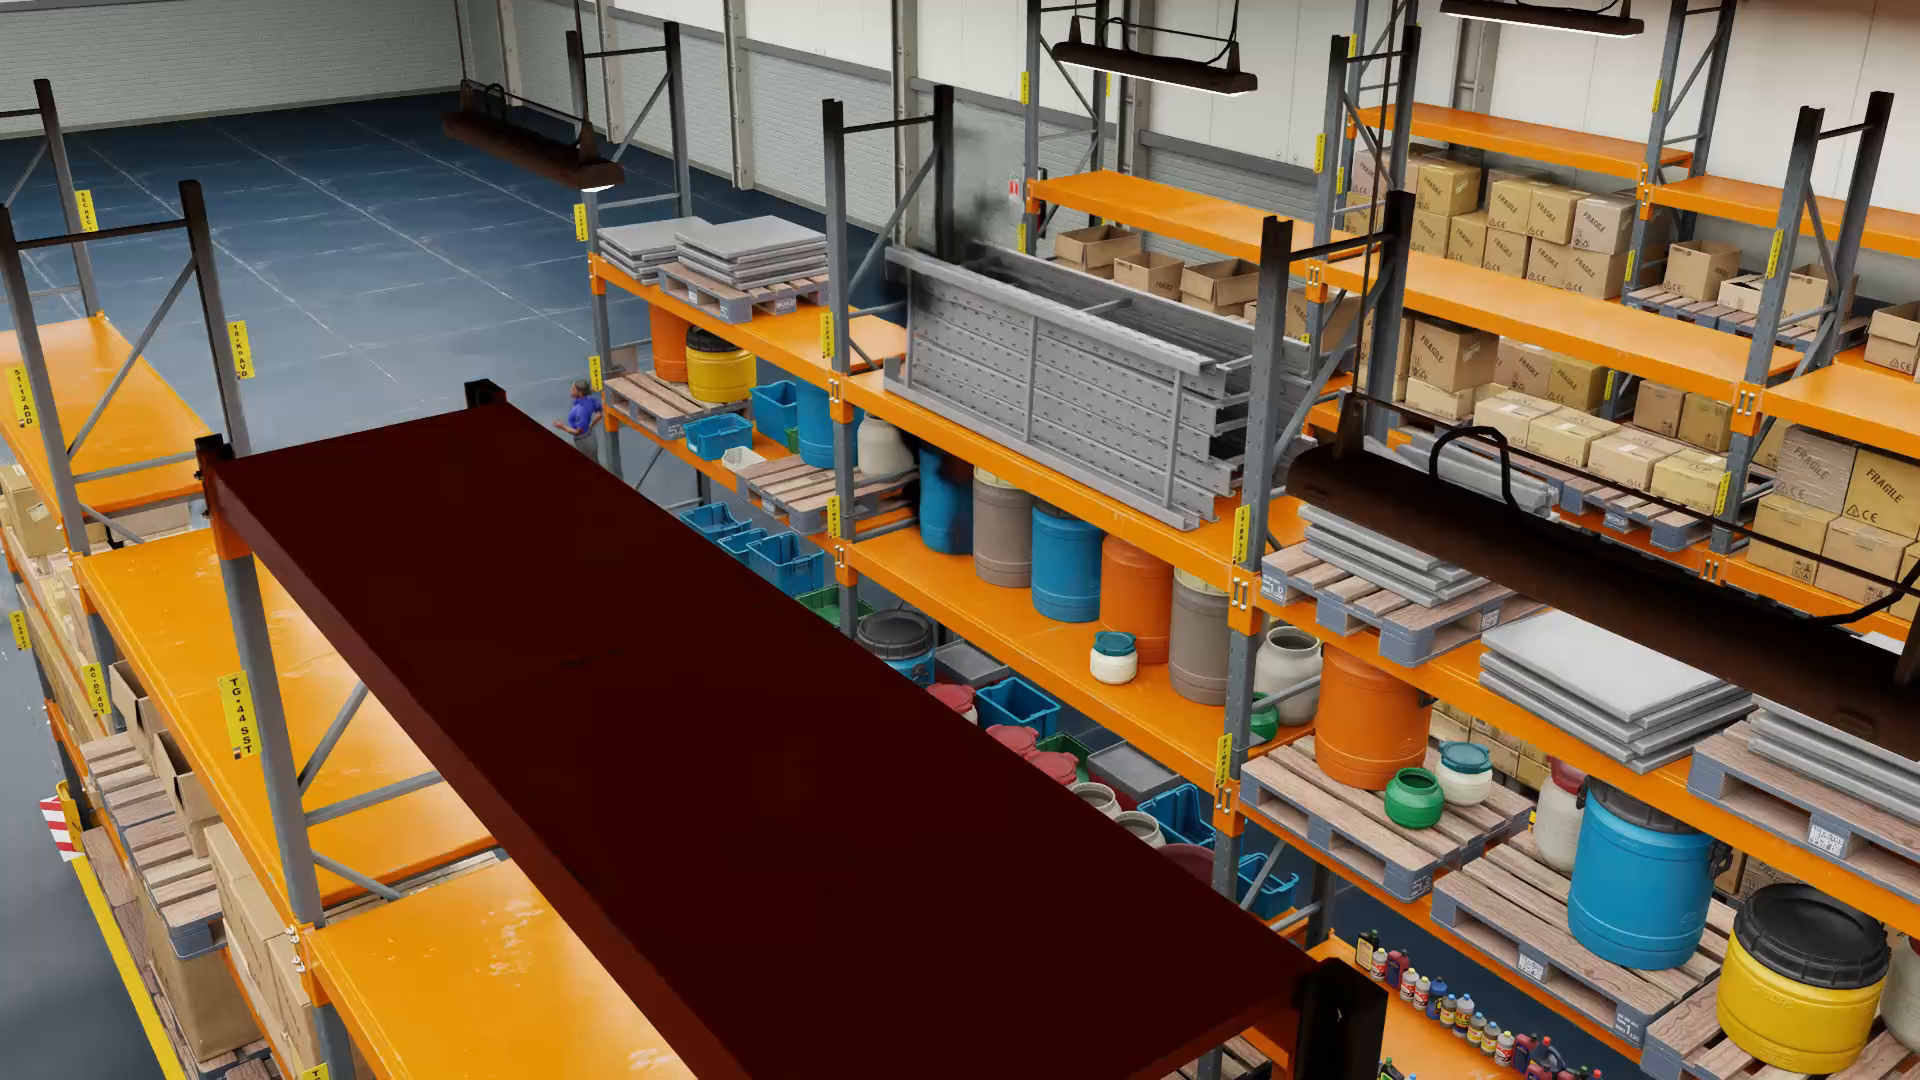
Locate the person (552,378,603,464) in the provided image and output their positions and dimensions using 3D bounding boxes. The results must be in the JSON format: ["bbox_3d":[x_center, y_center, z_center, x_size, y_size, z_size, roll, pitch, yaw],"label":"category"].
[{"bbox_3d":[-4.347,-1.093,19.333,0.938,1.647,0.576,-3,25,-7],"label":"person"}]
